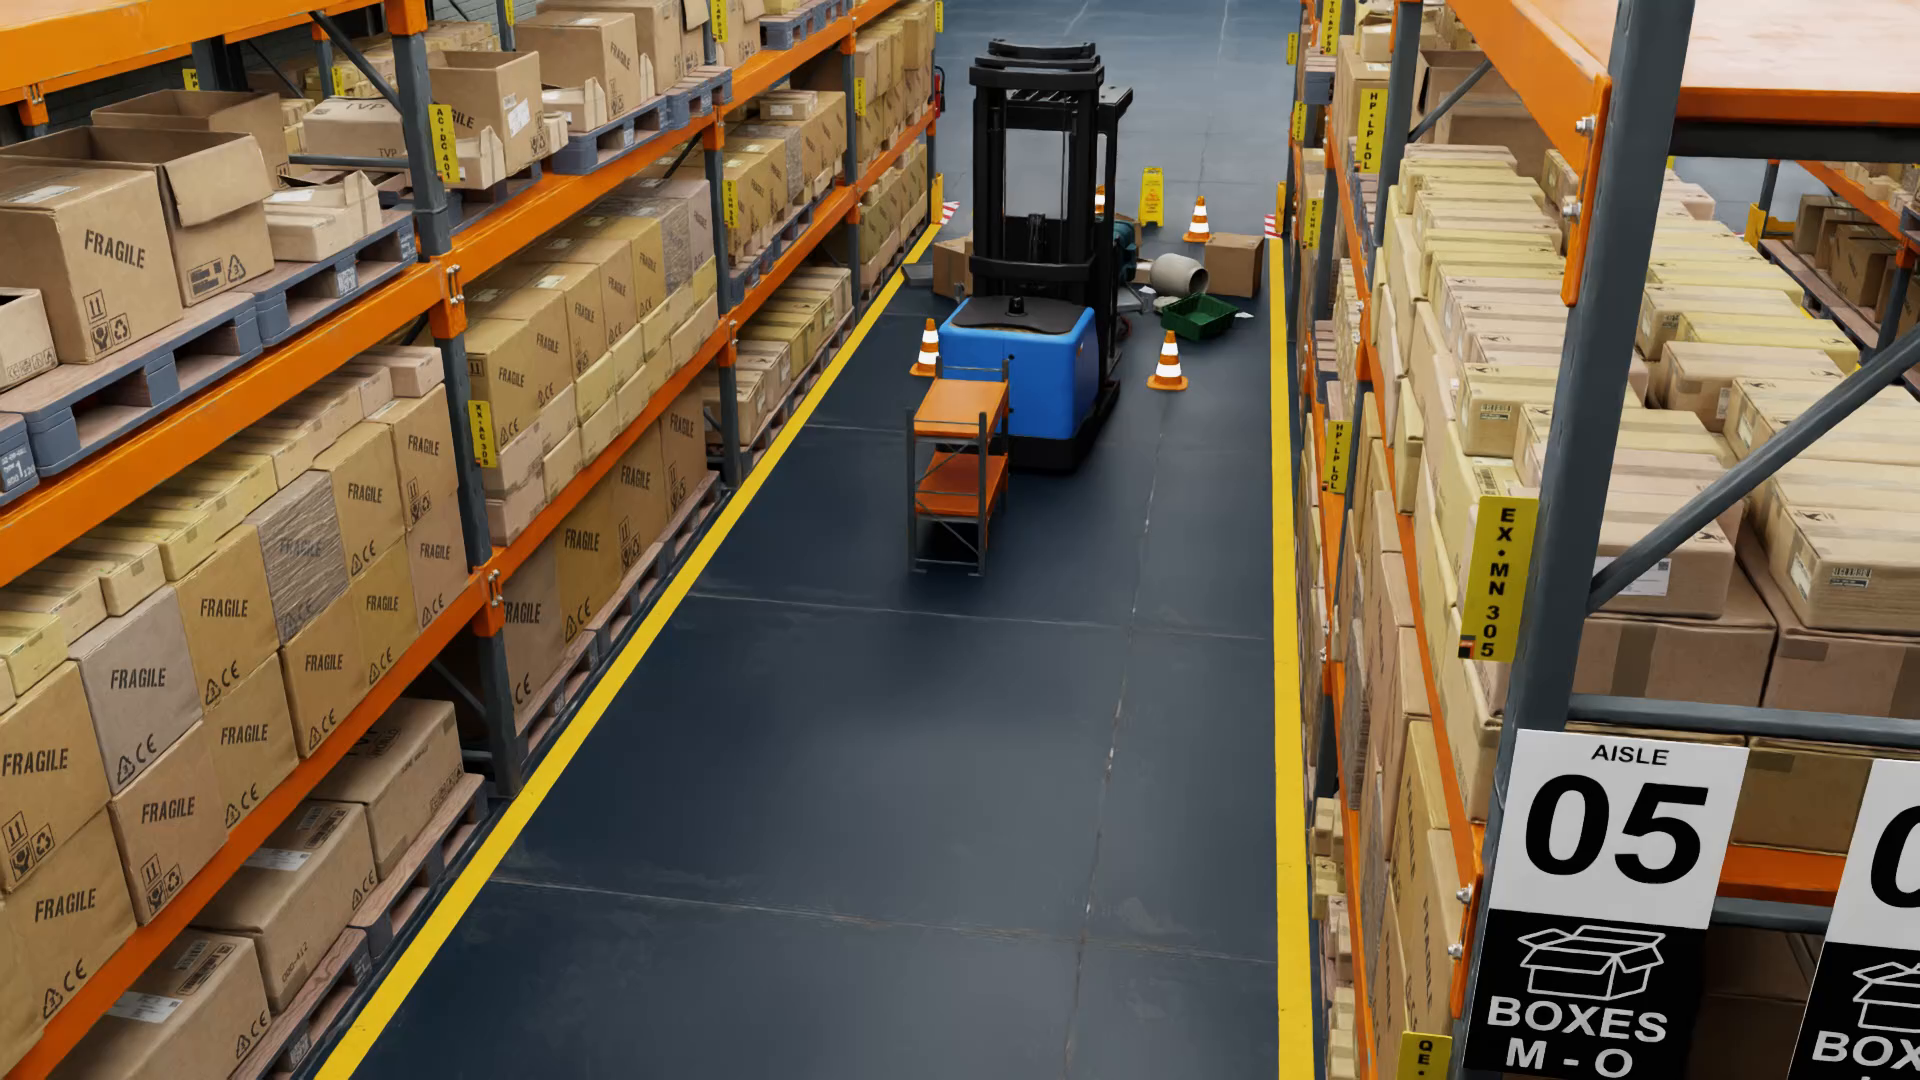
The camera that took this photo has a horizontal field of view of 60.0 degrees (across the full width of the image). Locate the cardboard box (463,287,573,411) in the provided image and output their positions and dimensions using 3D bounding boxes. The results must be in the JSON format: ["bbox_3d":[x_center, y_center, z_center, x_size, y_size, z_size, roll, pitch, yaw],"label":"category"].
[{"bbox_3d":[-2.329,-0.972,8.491,0.500,0.500,0.500,4,25,8],"label":"cardboard box"}]

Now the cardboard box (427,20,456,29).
[{"bbox_3d":[-5.943,-5.805,18.879,0.380,0.149,0.250,4,25,8],"label":"cardboard box"}]

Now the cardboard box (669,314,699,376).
[{"bbox_3d":[-1.982,-1.256,10.572,0.500,0.250,0.500,4,25,9],"label":"cardboard box"}]

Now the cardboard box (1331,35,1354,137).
[{"bbox_3d":[2.457,-2.651,9.719,0.500,0.500,0.500,4,25,9],"label":"cardboard box"}]

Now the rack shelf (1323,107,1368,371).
[{"bbox_3d":[2.486,-1.664,8.576,1.077,0.370,4.000,4,25,9],"label":"rack shelf"}]

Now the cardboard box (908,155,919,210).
[{"bbox_3d":[-0.735,-3.827,17.751,0.500,0.500,0.500,5,26,10],"label":"cardboard box"}]

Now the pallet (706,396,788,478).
[{"bbox_3d":[-1.958,-0.832,12.778,1.003,0.211,1.213,4,25,9],"label":"pallet"}]

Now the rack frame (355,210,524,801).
[{"bbox_3d":[-2.741,-0.095,7.915,1.000,3.000,0.127,4,25,9],"label":"rack frame"}]

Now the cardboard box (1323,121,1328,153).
[{"bbox_3d":[3.391,-3.431,13.743,0.700,0.500,0.500,4,25,8],"label":"cardboard box"}]

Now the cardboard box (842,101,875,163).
[{"bbox_3d":[-1.086,-3.786,15.331,0.500,0.500,0.500,4,25,8],"label":"cardboard box"}]

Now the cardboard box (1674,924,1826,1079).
[{"bbox_3d":[1.841,1.076,3.764,0.500,0.500,0.500,4,25,8],"label":"cardboard box"}]

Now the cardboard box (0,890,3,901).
[{"bbox_3d":[-3.035,0.899,4.495,0.500,0.500,0.500,3,25,7],"label":"cardboard box"}]

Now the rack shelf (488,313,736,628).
[{"bbox_3d":[-2.414,-0.606,9.855,1.077,0.370,4.000,4,25,9],"label":"rack shelf"}]

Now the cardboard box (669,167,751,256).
[{"bbox_3d":[-1.785,-2.311,11.684,0.500,0.500,0.500,3,25,7],"label":"cardboard box"}]

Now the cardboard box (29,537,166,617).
[{"bbox_3d":[-2.837,0.115,5.404,0.380,0.149,0.250,4,25,9],"label":"cardboard box"}]

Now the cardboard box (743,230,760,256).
[{"bbox_3d":[-1.681,-2.195,12.202,0.380,0.149,0.250,2,25,5],"label":"cardboard box"}]

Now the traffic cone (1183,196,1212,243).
[{"bbox_3d":[2.633,-3.541,18.269,0.336,0.463,0.334,4,25,9],"label":"traffic cone"}]

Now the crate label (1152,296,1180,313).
[{"bbox_3d":[1.995,-2.235,15.862,0.298,0.136,0.250,-14,29,-27],"label":"crate label"}]

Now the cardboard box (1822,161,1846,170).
[{"bbox_3d":[8.375,-3.590,15.679,0.380,0.149,0.250,4,25,9],"label":"cardboard box"}]

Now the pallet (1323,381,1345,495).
[{"bbox_3d":[2.530,-0.550,9.113,1.003,0.211,1.213,4,25,9],"label":"pallet"}]

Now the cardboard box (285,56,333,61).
[{"bbox_3d":[-6.486,-4.734,16.592,0.380,0.149,0.250,4,25,7],"label":"cardboard box"}]

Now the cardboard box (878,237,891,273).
[{"bbox_3d":[-0.994,-2.838,16.523,0.500,0.250,0.500,5,26,11],"label":"cardboard box"}]

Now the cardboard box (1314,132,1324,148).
[{"bbox_3d":[3.515,-3.364,14.721,0.875,0.550,0.550,4,25,9],"label":"cardboard box"}]

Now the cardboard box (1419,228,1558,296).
[{"bbox_3d":[1.611,-0.841,5.087,0.380,0.149,0.250,5,26,11],"label":"cardboard box"}]

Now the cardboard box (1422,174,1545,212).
[{"bbox_3d":[1.810,-1.167,5.783,0.380,0.149,0.250,4,25,8],"label":"cardboard box"}]

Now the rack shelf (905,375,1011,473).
[{"bbox_3d":[-0.001,-0.772,10.881,0.538,0.278,1.000,4,25,9],"label":"rack shelf"}]

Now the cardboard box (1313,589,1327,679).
[{"bbox_3d":[2.032,0.479,8.258,0.500,0.250,0.500,3,25,7],"label":"cardboard box"}]

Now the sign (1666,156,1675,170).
[{"bbox_3d":[2.696,-1.353,6.454,0.100,0.325,0.005,4,25,9],"label":"sign"}]

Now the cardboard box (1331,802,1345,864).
[{"bbox_3d":[1.795,1.278,7.148,0.380,0.149,0.250,5,26,11],"label":"cardboard box"}]

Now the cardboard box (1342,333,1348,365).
[{"bbox_3d":[2.371,-1.055,9.416,0.380,0.149,0.250,4,25,9],"label":"cardboard box"}]

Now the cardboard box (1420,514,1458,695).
[{"bbox_3d":[1.395,0.165,3.997,0.500,0.250,0.500,4,25,9],"label":"cardboard box"}]

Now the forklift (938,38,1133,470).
[{"bbox_3d":[0.700,-2.441,13.008,1.130,2.935,3.031,6,26,13],"label":"forklift"}]

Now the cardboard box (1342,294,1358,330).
[{"bbox_3d":[2.417,-1.308,9.605,0.380,0.149,0.250,3,25,6],"label":"cardboard box"}]

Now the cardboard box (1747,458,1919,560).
[{"bbox_3d":[1.842,-0.044,3.385,0.380,0.149,0.250,5,26,11],"label":"cardboard box"}]

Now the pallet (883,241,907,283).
[{"bbox_3d":[-1.161,-2.973,17.353,1.003,0.211,1.213,4,25,9],"label":"pallet"}]

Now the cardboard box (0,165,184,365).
[{"bbox_3d":[-2.917,-0.894,5.353,0.500,0.500,0.500,4,25,9],"label":"cardboard box"}]

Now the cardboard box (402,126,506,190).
[{"bbox_3d":[-2.314,-1.768,7.614,0.396,0.266,0.258,4,25,8],"label":"cardboard box"}]

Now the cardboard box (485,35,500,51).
[{"bbox_3d":[-5.457,-5.631,18.859,0.380,0.149,0.250,4,25,9],"label":"cardboard box"}]

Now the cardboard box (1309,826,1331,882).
[{"bbox_3d":[1.783,1.436,7.510,0.380,0.149,0.250,3,25,6],"label":"cardboard box"}]

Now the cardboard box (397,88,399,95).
[{"bbox_3d":[-5.850,-4.427,17.052,0.500,0.500,0.500,4,25,8],"label":"cardboard box"}]

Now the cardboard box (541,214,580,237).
[{"bbox_3d":[-2.580,-1.654,9.947,0.500,0.500,0.500,5,25,10],"label":"cardboard box"}]

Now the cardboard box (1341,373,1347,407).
[{"bbox_3d":[2.326,-0.816,9.256,0.380,0.149,0.250,4,25,9],"label":"cardboard box"}]

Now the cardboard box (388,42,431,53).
[{"bbox_3d":[-5.773,-5.124,17.424,0.380,0.149,0.250,4,25,9],"label":"cardboard box"}]

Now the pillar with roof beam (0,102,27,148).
[{"bbox_3d":[-3.414,-5.137,11.610,9.100,9.000,0.400,4,25,9],"label":"pillar with roof beam"}]

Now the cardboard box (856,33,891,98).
[{"bbox_3d":[-1.042,-4.455,15.581,0.700,0.500,0.500,4,25,9],"label":"cardboard box"}]

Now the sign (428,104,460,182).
[{"bbox_3d":[-2.193,-1.686,7.072,0.100,0.325,0.005,4,25,9],"label":"sign"}]

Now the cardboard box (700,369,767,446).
[{"bbox_3d":[-1.985,-1.004,12.461,0.950,0.372,0.625,2,25,5],"label":"cardboard box"}]

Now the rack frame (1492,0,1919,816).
[{"bbox_3d":[1.506,-0.839,2.427,1.000,3.000,0.127,4,25,9],"label":"rack frame"}]

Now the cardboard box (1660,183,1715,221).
[{"bbox_3d":[2.346,-1.126,5.696,0.380,0.149,0.250,4,25,8],"label":"cardboard box"}]

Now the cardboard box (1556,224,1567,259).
[{"bbox_3d":[2.238,-0.884,5.649,0.500,0.250,0.500,3,25,6],"label":"cardboard box"}]

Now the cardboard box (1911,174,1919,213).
[{"bbox_3d":[8.075,-2.894,12.691,1.000,1.000,1.000,4,25,9],"label":"cardboard box"}]

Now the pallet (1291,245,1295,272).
[{"bbox_3d":[3.865,-2.702,16.773,1.003,0.211,1.213,4,25,9],"label":"pallet"}]

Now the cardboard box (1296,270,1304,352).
[{"bbox_3d":[3.454,-2.046,14.241,1.050,0.750,0.750,4,25,8],"label":"cardboard box"}]

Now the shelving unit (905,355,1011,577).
[{"bbox_3d":[-0.001,-0.507,11.005,0.538,1.125,1.048,4,25,9],"label":"shelving unit"}]

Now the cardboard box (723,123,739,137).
[{"bbox_3d":[-2.042,-3.004,13.166,0.500,0.500,0.500,3,25,6],"label":"cardboard box"}]
